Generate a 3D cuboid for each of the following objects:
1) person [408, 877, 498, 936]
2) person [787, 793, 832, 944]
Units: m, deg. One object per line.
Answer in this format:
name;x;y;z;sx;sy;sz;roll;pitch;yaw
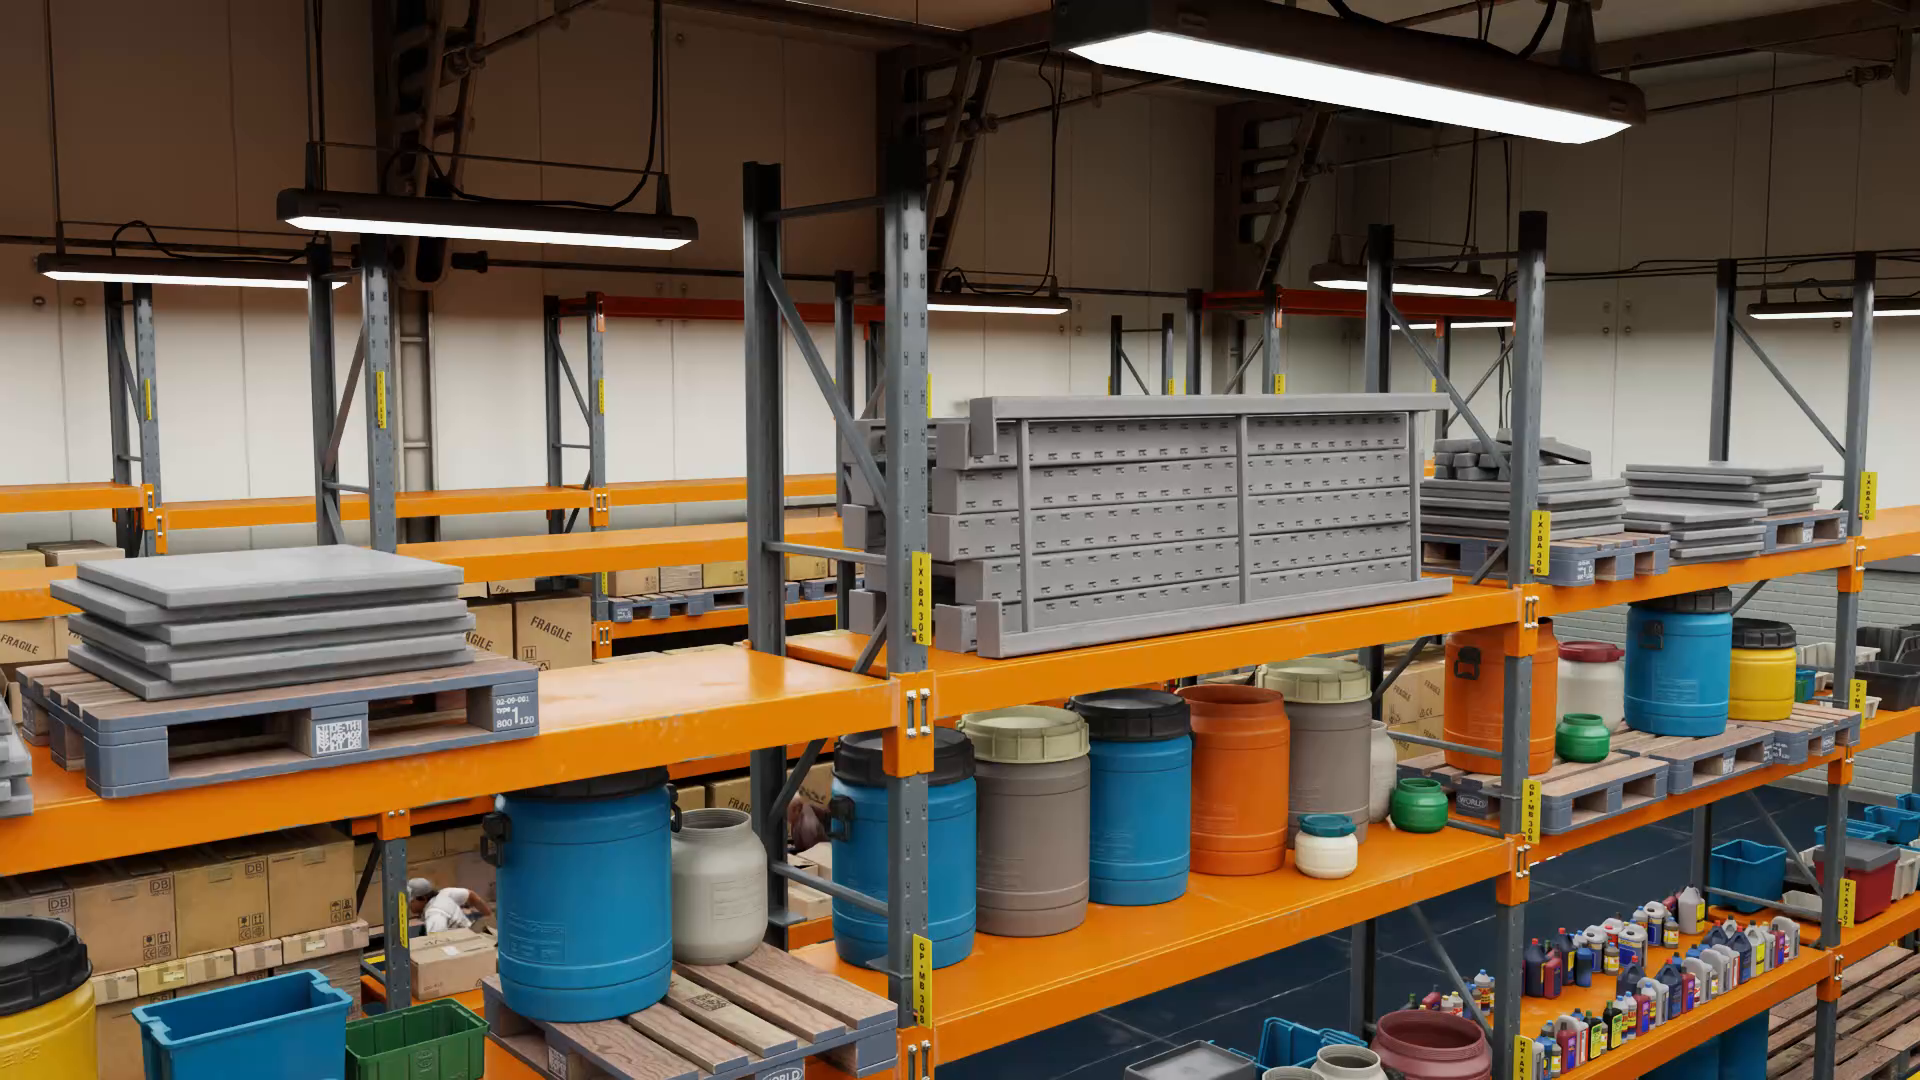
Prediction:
person;-3.734;3.221;12.550;1.071;1.466;0.614;-2;6;-21
person;-1.157;2.951;14.523;1.185;1.606;0.714;-3;6;-25
